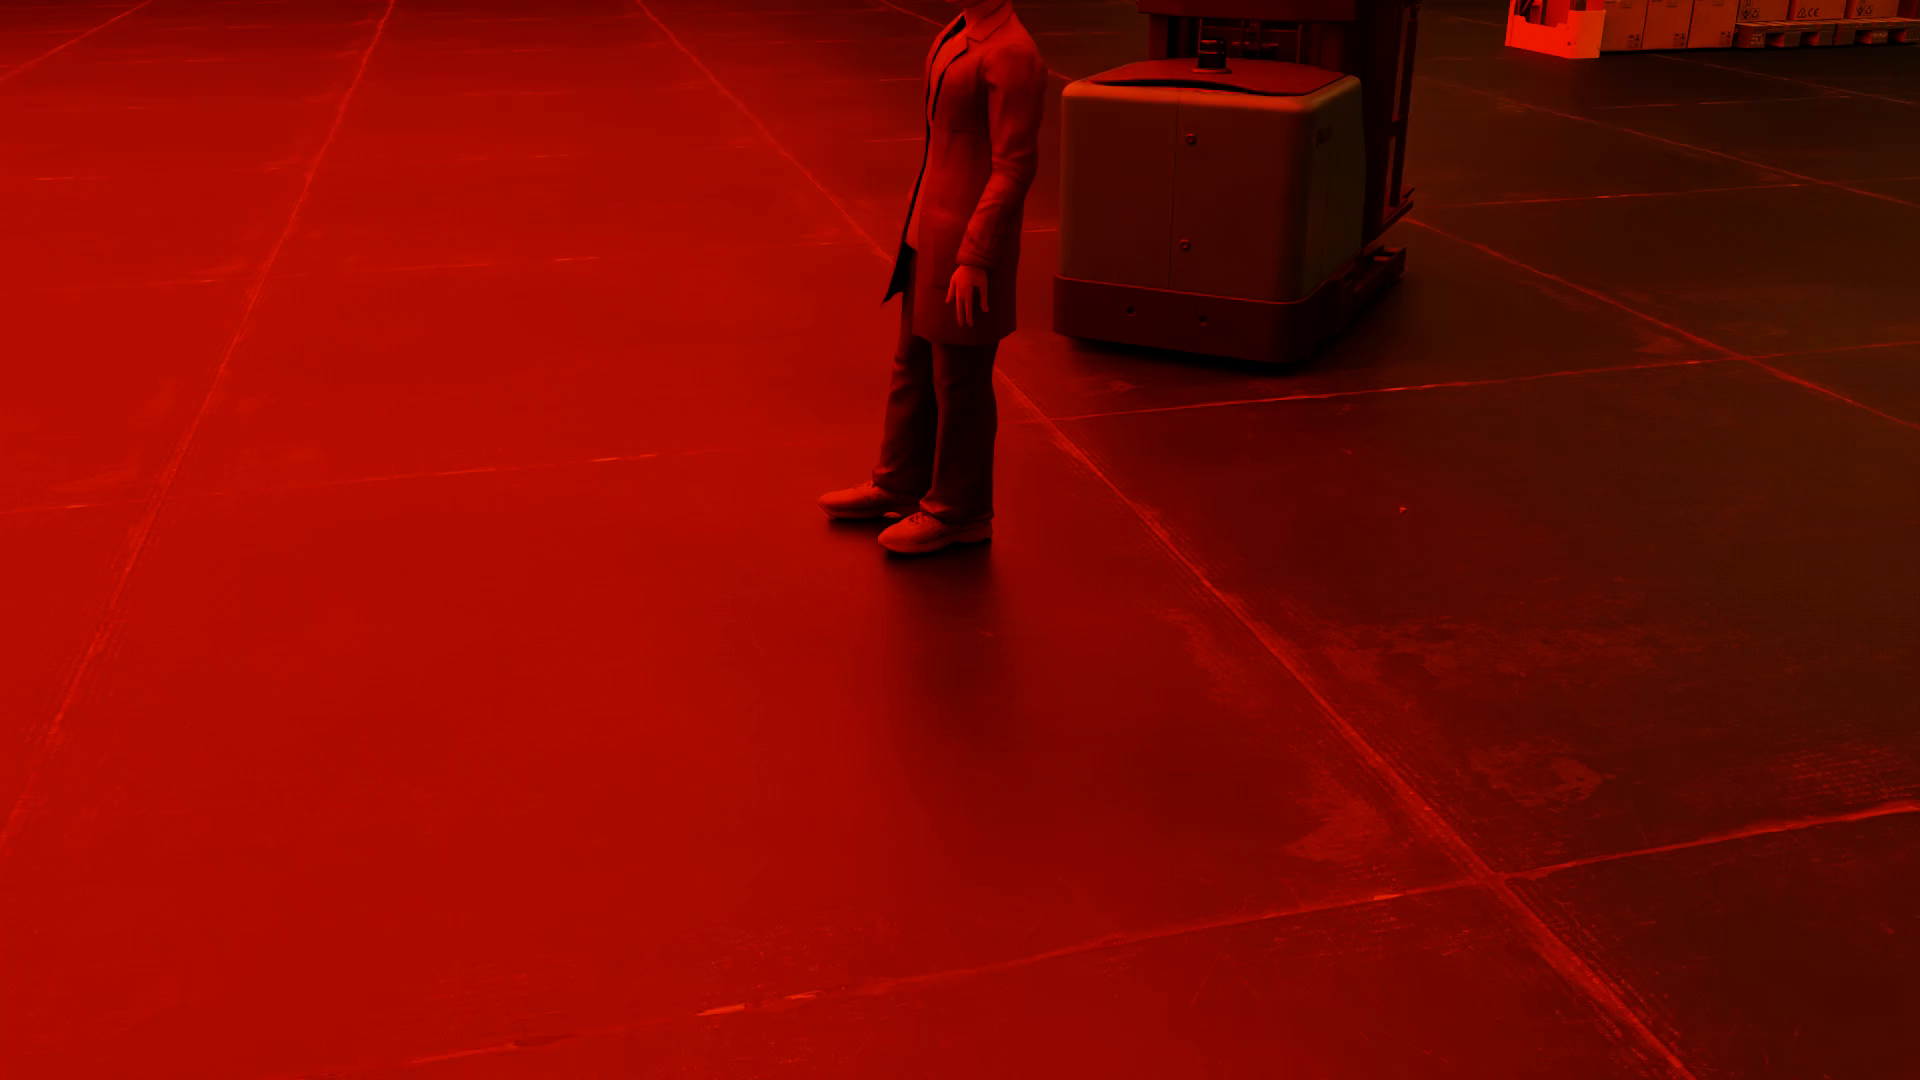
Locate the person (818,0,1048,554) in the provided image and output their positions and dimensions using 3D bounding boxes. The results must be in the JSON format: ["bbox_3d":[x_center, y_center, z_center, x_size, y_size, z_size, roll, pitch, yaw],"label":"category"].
[{"bbox_3d":[-0.090,-0.817,4.683,0.579,1.778,0.696,-6,24,-14],"label":"person"}]

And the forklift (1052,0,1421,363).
[{"bbox_3d":[1.484,-2.581,7.373,1.130,2.935,3.031,11,25,24],"label":"forklift"}]
